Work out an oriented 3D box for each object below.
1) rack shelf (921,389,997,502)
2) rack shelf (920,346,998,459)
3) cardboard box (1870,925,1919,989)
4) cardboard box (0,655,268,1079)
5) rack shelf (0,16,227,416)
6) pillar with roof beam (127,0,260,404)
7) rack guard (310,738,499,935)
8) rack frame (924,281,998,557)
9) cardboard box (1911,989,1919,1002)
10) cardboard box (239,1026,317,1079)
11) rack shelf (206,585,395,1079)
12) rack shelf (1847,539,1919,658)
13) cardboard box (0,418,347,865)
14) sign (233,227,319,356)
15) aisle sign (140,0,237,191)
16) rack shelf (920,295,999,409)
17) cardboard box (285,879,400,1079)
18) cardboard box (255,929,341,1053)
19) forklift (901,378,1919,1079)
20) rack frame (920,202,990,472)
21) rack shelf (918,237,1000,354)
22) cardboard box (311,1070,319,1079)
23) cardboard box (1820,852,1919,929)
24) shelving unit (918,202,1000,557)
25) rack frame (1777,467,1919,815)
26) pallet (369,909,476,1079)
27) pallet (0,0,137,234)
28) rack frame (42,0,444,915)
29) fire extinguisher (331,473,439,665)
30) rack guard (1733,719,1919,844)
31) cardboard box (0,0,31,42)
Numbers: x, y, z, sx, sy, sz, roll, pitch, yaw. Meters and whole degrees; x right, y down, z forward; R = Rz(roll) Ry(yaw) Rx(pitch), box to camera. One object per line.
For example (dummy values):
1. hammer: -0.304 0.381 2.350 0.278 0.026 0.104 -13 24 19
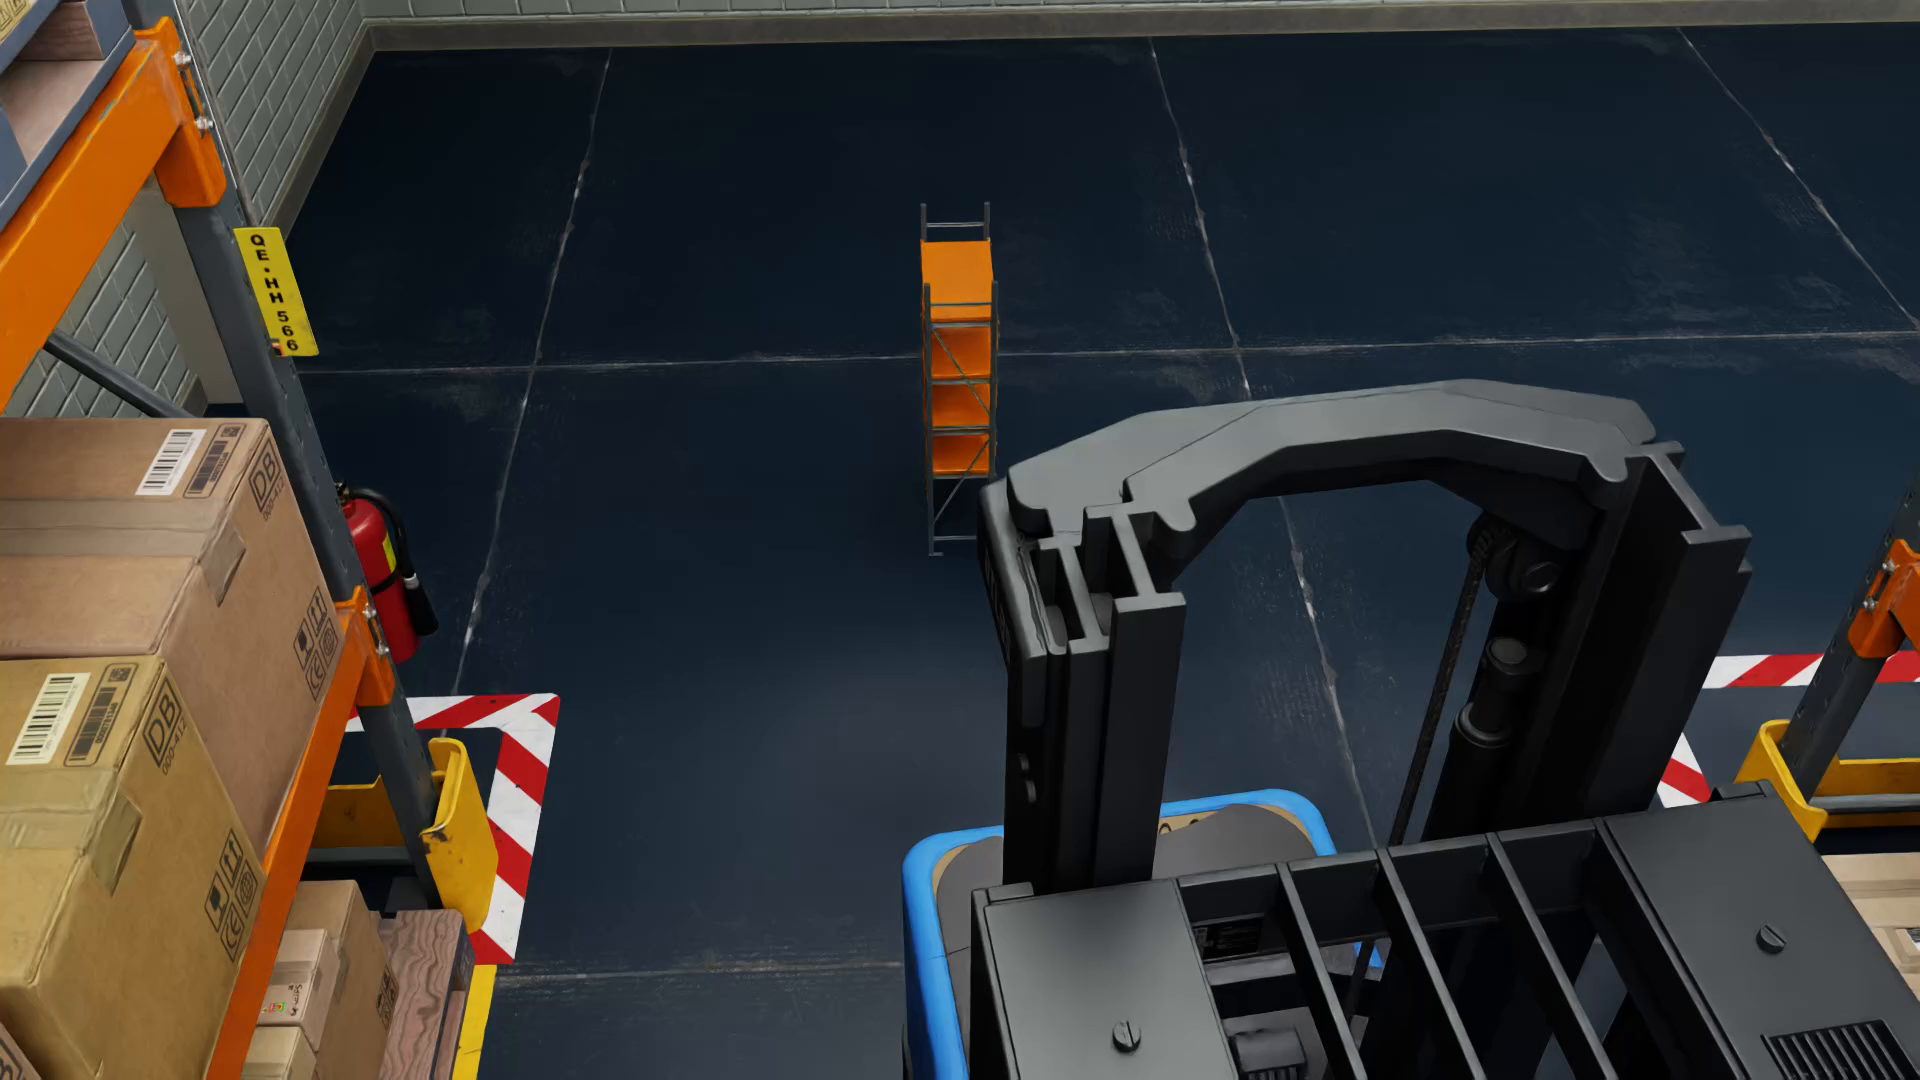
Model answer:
1. rack shelf: -0.007 -0.358 6.146 0.258 0.148 0.480 -2 43 -2
2. rack shelf: -0.007 -0.504 6.012 0.258 0.148 0.480 -2 43 -2
3. cardboard box: 2.621 1.190 4.503 0.380 0.166 0.250 -2 43 -2
4. cardboard box: -1.940 0.715 3.028 0.980 0.700 0.700 -2 43 -2
5. rack shelf: -1.928 0.501 1.796 1.077 0.370 4.000 -2 43 -2
6. pillar with roof beam: 1.309 -4.142 4.109 9.100 9.000 0.400 -2 43 -2
7. rack guard: -2.014 0.896 4.902 1.175 0.500 0.348 -2 43 -2
8. rack frame: 0.003 -0.389 5.787 0.240 1.200 0.015 -2 43 -2
9. cardboard box: 2.697 1.411 4.200 0.500 0.250 0.500 -2 43 -2
10. cardboard box: -1.685 1.242 3.734 0.380 0.149 0.250 -1 43 -1
11. rack shelf: -1.928 1.607 2.810 1.077 0.370 4.000 -2 43 -2
12. rack shelf: 3.021 1.462 2.968 1.077 0.370 4.000 -2 43 -2
13. cardboard box: -1.982 0.225 3.563 0.980 0.700 0.700 0 43 0
14. sign: -1.471 -0.529 3.575 0.100 0.325 0.005 -2 43 -2
15. aisle sign: -1.717 -1.024 3.224 0.394 0.787 0.004 -2 43 -2
16. rack shelf: -0.007 -0.669 5.861 0.258 0.148 0.480 -2 43 -2
17. cardboard box: -1.884 1.228 4.230 0.700 0.500 0.500 -2 43 -2
18. cardboard box: -1.696 1.070 3.922 0.380 0.149 0.250 -2 43 -2
19. forklift: 0.598 1.339 2.620 1.130 2.935 3.031 -6 43 -7
20. rack frame: -0.017 -0.719 6.146 0.240 1.200 0.015 -2 43 -2
21. rack shelf: -0.007 -0.844 5.701 0.258 0.148 0.480 -2 43 -2
22. cardboard box: -1.862 1.565 3.862 0.700 0.500 0.500 -2 43 -2
23. cardboard box: 2.610 1.028 4.693 0.380 0.149 0.250 -2 43 -2
24. shelving unit: -0.007 -0.554 5.966 0.258 1.200 0.503 -2 43 -2
25. rack frame: 2.936 -0.154 4.198 1.000 3.000 0.127 -2 43 -2
26. pallet: -1.901 1.557 4.396 1.003 0.211 1.213 -2 43 -2
27. pallet: -1.971 -0.581 2.510 1.003 0.211 1.213 -2 43 -2
28. rack frame: -2.013 -0.009 4.040 1.000 3.000 0.127 -2 43 -2
29. fire extinguisher: -1.559 0.042 4.317 0.296 0.674 0.183 -2 43 -2
30. rack guard: 2.939 0.819 4.986 1.175 0.500 0.348 -2 43 -2
31. cardboard box: -1.717 -0.764 2.370 0.500 0.250 0.500 0 43 0
